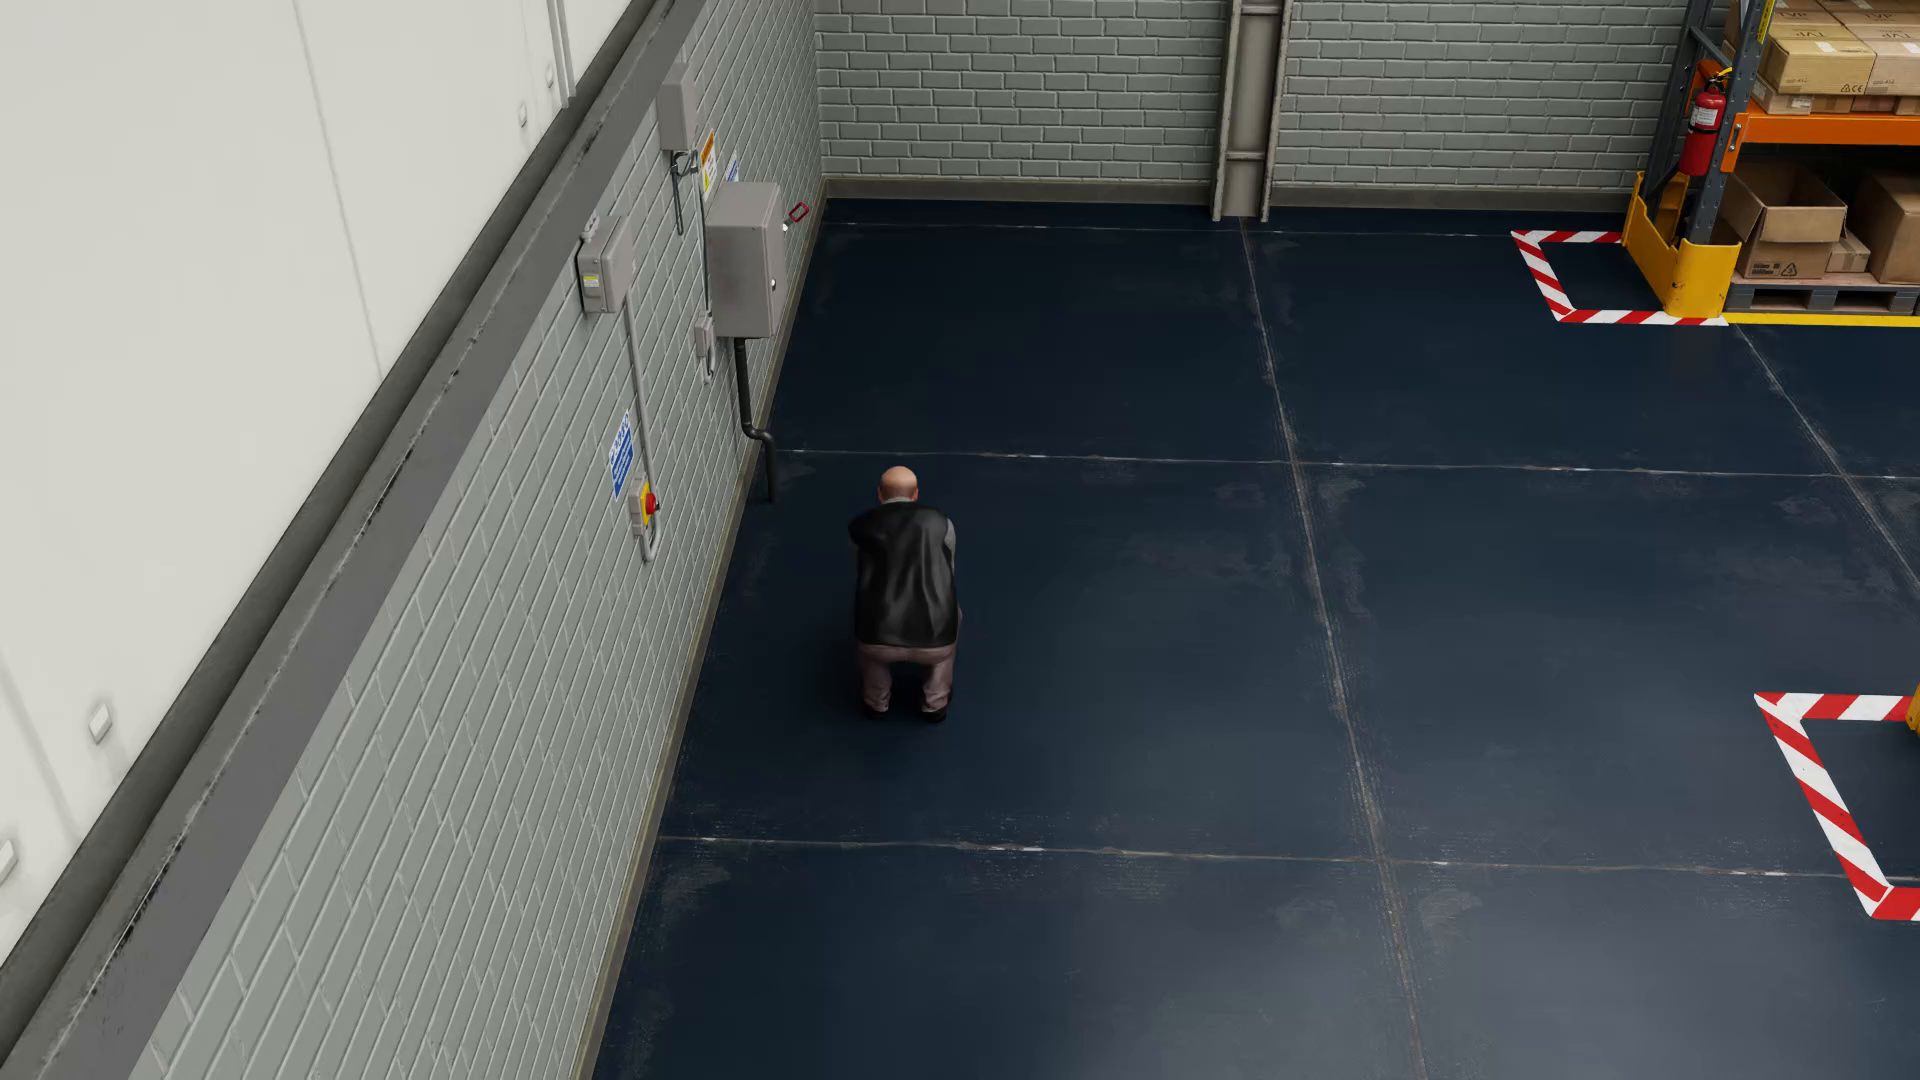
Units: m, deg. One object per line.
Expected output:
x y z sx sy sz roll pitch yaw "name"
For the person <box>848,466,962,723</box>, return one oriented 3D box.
-0.244 0.272 7.422 0.509 0.960 0.896 0 35 1 "person"
